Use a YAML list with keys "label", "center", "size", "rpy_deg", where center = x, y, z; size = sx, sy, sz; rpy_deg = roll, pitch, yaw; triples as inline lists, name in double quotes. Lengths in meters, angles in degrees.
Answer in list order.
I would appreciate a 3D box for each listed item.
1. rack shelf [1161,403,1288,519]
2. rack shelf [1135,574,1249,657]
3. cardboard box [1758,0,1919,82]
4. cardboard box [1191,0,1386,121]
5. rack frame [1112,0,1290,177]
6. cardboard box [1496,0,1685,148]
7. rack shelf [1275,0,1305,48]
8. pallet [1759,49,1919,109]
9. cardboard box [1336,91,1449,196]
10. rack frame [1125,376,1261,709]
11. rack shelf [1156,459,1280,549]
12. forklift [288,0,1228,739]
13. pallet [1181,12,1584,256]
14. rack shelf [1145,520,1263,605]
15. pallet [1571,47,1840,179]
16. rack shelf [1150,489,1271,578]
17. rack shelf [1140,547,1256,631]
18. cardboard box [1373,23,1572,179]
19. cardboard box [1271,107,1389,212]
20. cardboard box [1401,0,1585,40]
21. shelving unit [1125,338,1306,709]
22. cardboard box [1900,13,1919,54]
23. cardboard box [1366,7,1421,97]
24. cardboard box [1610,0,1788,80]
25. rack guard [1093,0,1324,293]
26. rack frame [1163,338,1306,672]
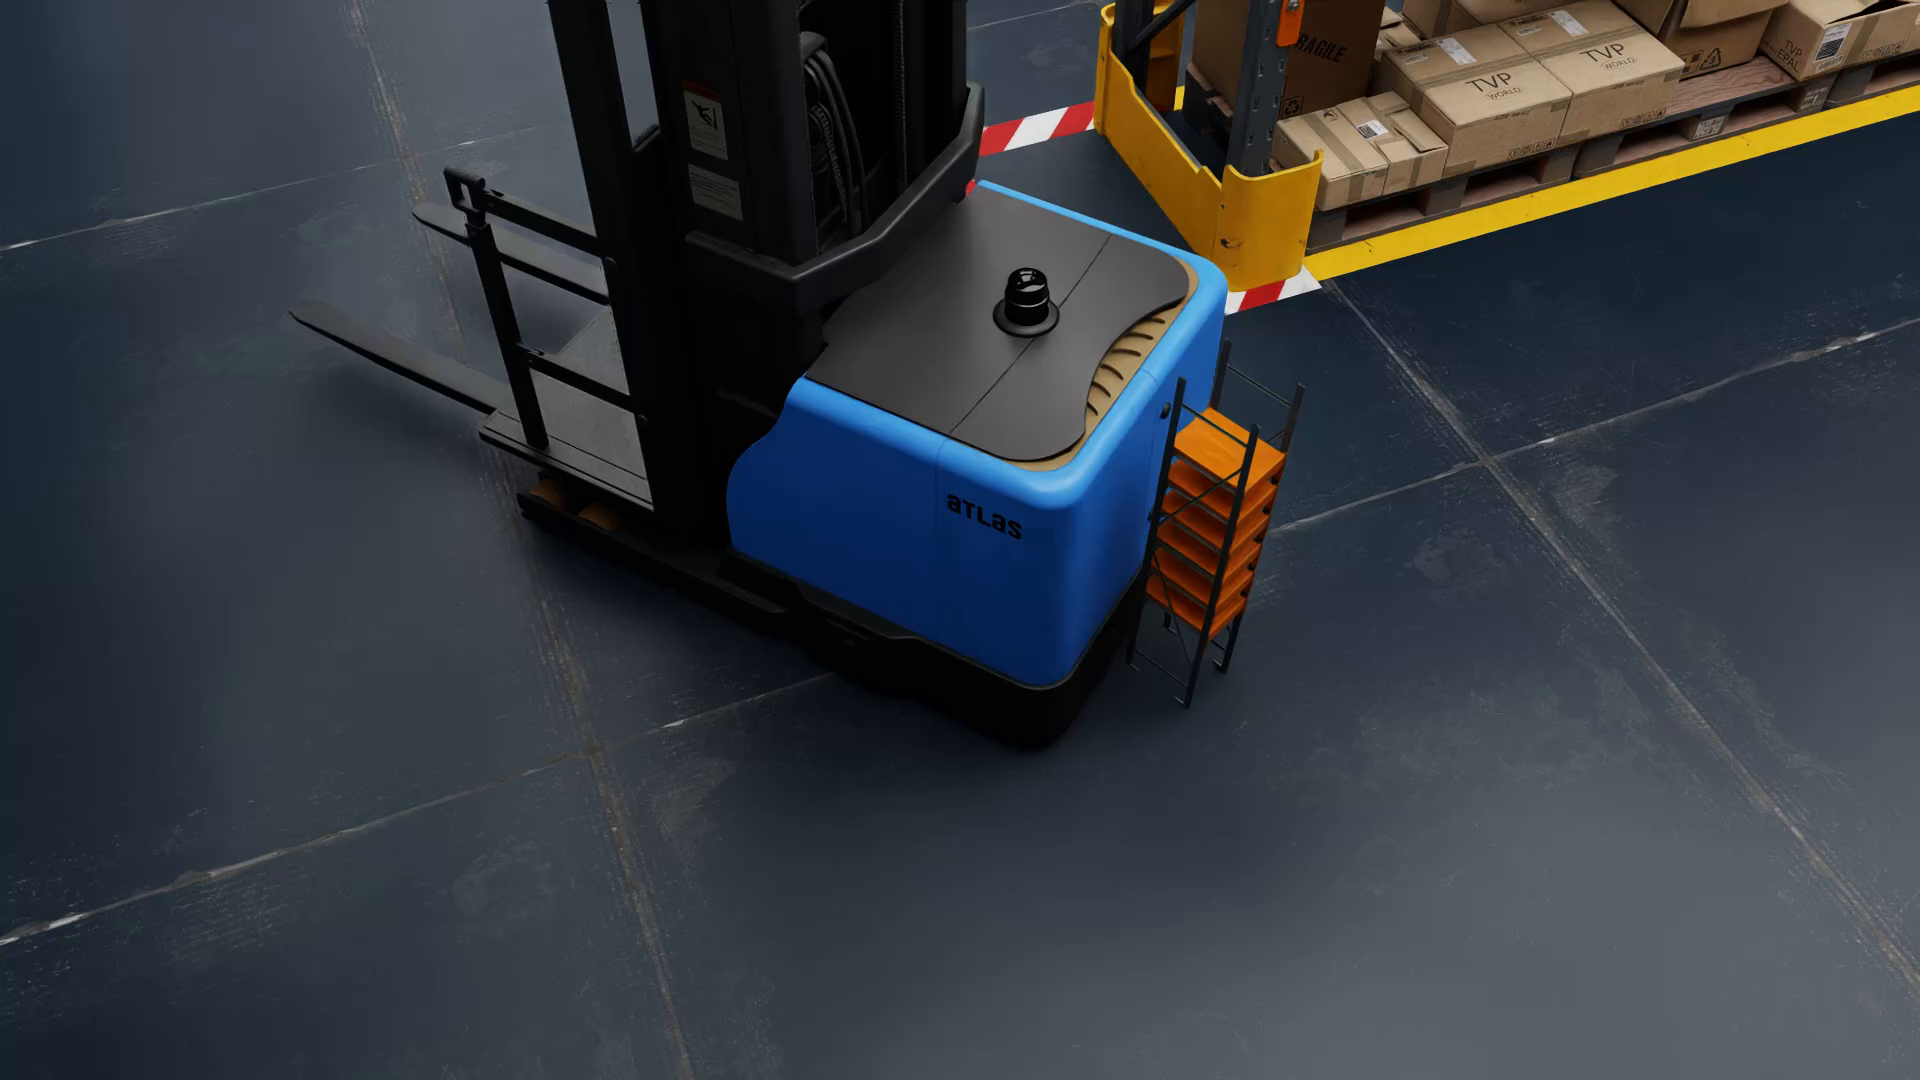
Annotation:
- label: "rack shelf"
  center: [0.668, -0.201, 4.209]
  size: [0.258, 0.103, 0.180]
  rpy_deg: [36, 58, 24]
- label: "rack shelf"
  center: [0.649, 0.176, 4.675]
  size: [0.258, 0.103, 0.180]
  rpy_deg: [36, 58, 24]
- label: "cardboard box"
  center: [3.413, -2.132, 6.586]
  size: [0.500, 0.311, 0.500]
  rpy_deg: [-17, 52, -14]
- label: "cardboard box"
  center: [1.235, -1.953, 6.308]
  size: [0.500, 0.500, 0.500]
  rpy_deg: [-17, 52, -14]
- label: "rack frame"
  center: [0.825, -2.295, 5.244]
  size: [0.127, 3.000, 1.000]
  rpy_deg: [-17, 52, -14]
- label: "cardboard box"
  center: [2.361, -1.787, 6.329]
  size: [0.500, 0.250, 0.500]
  rpy_deg: [-17, 52, -14]
- label: "rack shelf"
  center: [2.676, -2.635, 6.010]
  size: [4.000, 0.370, 1.077]
  rpy_deg: [-17, 52, -14]
- label: "pallet"
  center: [3.892, -2.338, 7.119]
  size: [1.213, 0.211, 1.003]
  rpy_deg: [-17, 52, -14]
- label: "cardboard box"
  center: [1.574, -1.466, 6.109]
  size: [0.250, 0.166, 0.380]
  rpy_deg: [-17, 52, -14]
- label: "rack frame"
  center: [0.596, 0.048, 4.410]
  size: [0.240, 1.200, 0.006]
  rpy_deg: [36, 58, 24]
- label: "rack shelf"
  center: [0.664, -0.126, 4.302]
  size: [0.258, 0.103, 0.180]
  rpy_deg: [36, 58, 24]
- label: "forklift"
  center: [-0.797, -1.235, 4.379]
  size: [3.031, 2.935, 1.130]
  rpy_deg: [24, 53, 19]
- label: "pallet"
  center: [1.633, -1.638, 6.518]
  size: [1.213, 0.211, 1.003]
  rpy_deg: [-17, 52, -14]
- label: "rack shelf"
  center: [0.657, 0.025, 4.489]
  size: [0.258, 0.103, 0.180]
  rpy_deg: [36, 58, 24]
- label: "pallet"
  center: [2.761, -1.985, 6.816]
  size: [1.213, 0.211, 1.003]
  rpy_deg: [-17, 52, -14]
- label: "rack shelf"
  center: [0.660, -0.050, 4.395]
  size: [0.258, 0.103, 0.180]
  rpy_deg: [36, 58, 24]
- label: "rack shelf"
  center: [0.653, 0.100, 4.582]
  size: [0.258, 0.103, 0.180]
  rpy_deg: [36, 58, 24]
- label: "cardboard box"
  center: [1.898, -1.643, 6.206]
  size: [0.500, 0.250, 0.500]
  rpy_deg: [-17, 52, -14]
- label: "cardboard box"
  center: [1.342, -1.389, 6.055]
  size: [0.250, 0.149, 0.380]
  rpy_deg: [-17, 52, -14]
- label: "cardboard box"
  center: [2.126, -2.123, 6.619]
  size: [0.500, 0.250, 0.500]
  rpy_deg: [-17, 52, -14]
- label: "shelving unit"
  center: [0.658, -0.003, 4.454]
  size: [0.258, 1.200, 0.189]
  rpy_deg: [36, 58, 24]
- label: "cardboard box"
  center: [3.783, -2.145, 6.704]
  size: [0.250, 0.149, 0.380]
  rpy_deg: [-17, 52, -14]
- label: "cardboard box"
  center: [1.644, -1.898, 6.480]
  size: [0.250, 0.166, 0.380]
  rpy_deg: [-17, 52, -14]
- label: "cardboard box"
  center: [2.791, -2.230, 6.544]
  size: [0.637, 0.503, 0.797]
  rpy_deg: [-17, 52, -14]
- label: "rack guard"
  center: [0.895, -1.503, 6.211]
  size: [0.348, 0.500, 1.175]
  rpy_deg: [-17, 52, -14]
- label: "rack frame"
  center: [0.720, -0.054, 4.498]
  size: [0.240, 1.200, 0.006]
  rpy_deg: [36, 58, 24]
